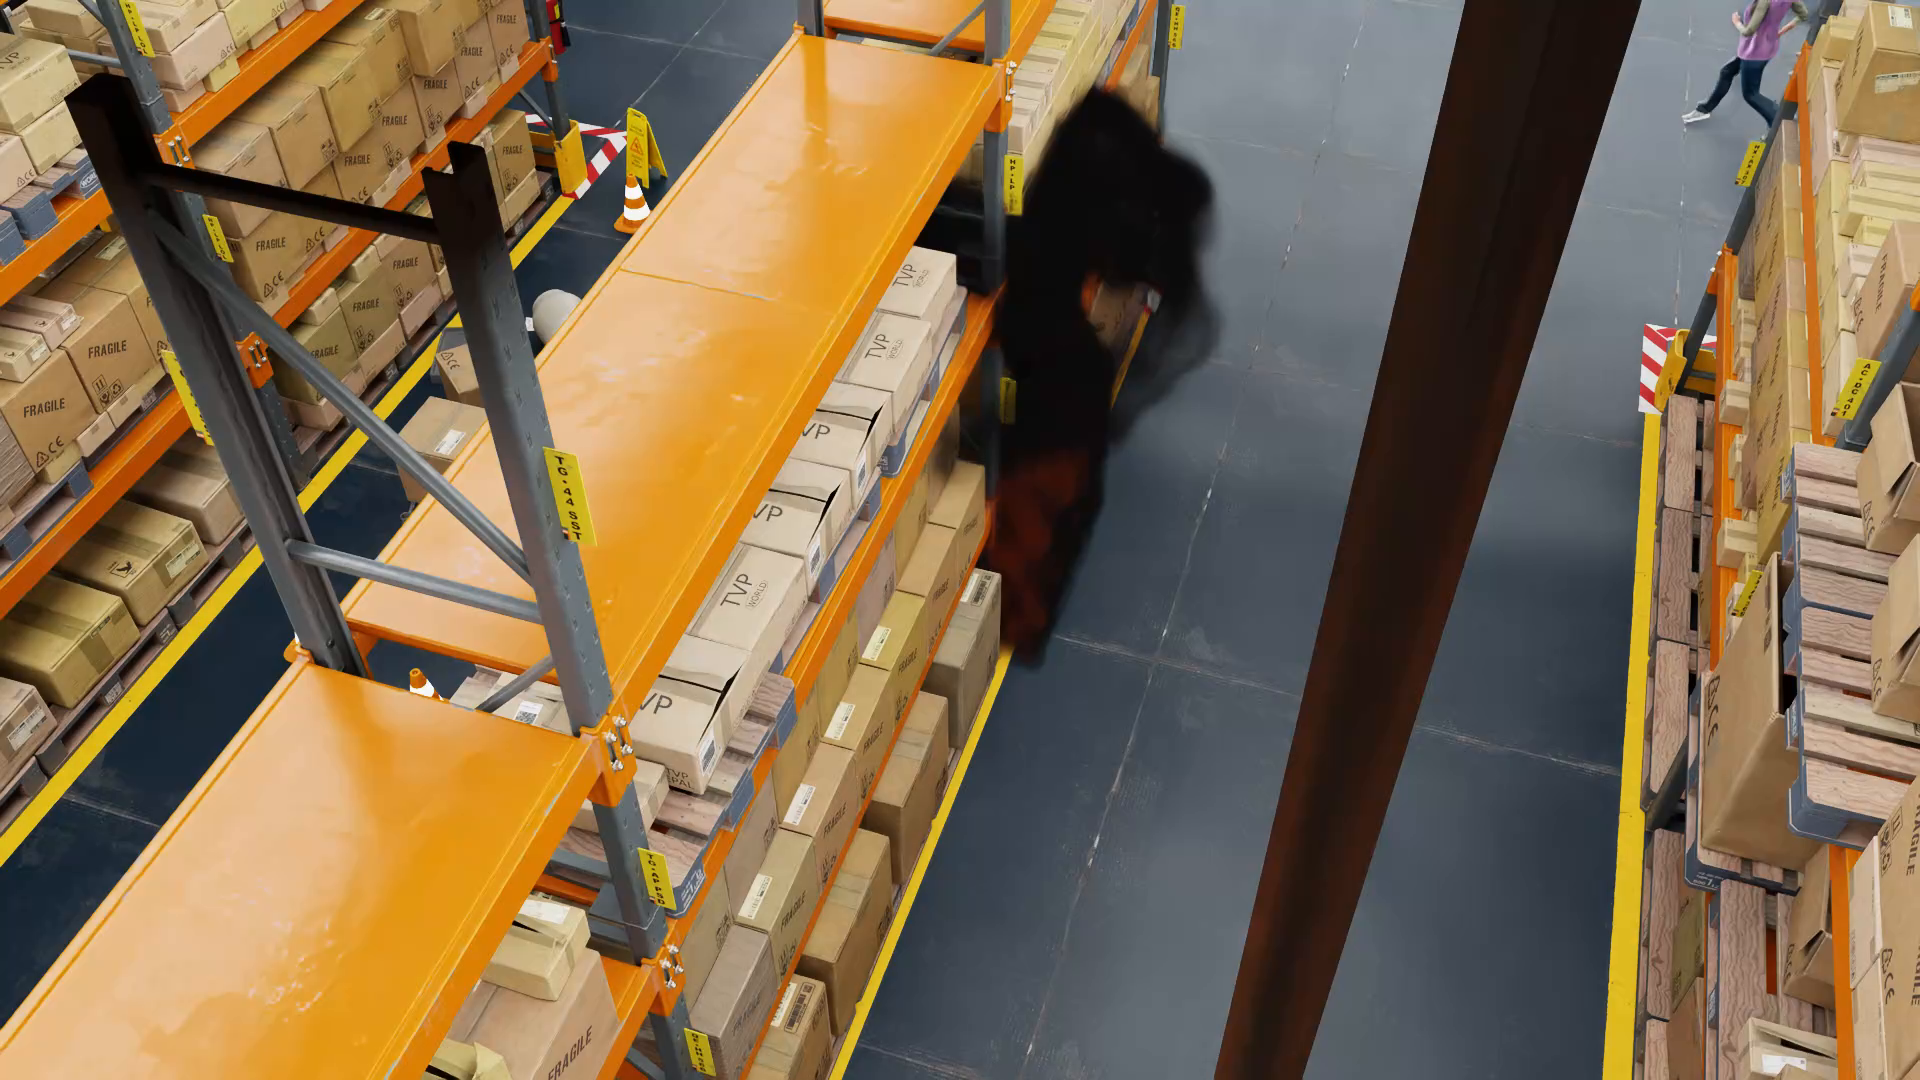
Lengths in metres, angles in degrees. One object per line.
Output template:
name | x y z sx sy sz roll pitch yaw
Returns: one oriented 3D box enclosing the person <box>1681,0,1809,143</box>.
person | 6.725 -4.042 13.989 0.964 1.630 0.506 36 55 30
